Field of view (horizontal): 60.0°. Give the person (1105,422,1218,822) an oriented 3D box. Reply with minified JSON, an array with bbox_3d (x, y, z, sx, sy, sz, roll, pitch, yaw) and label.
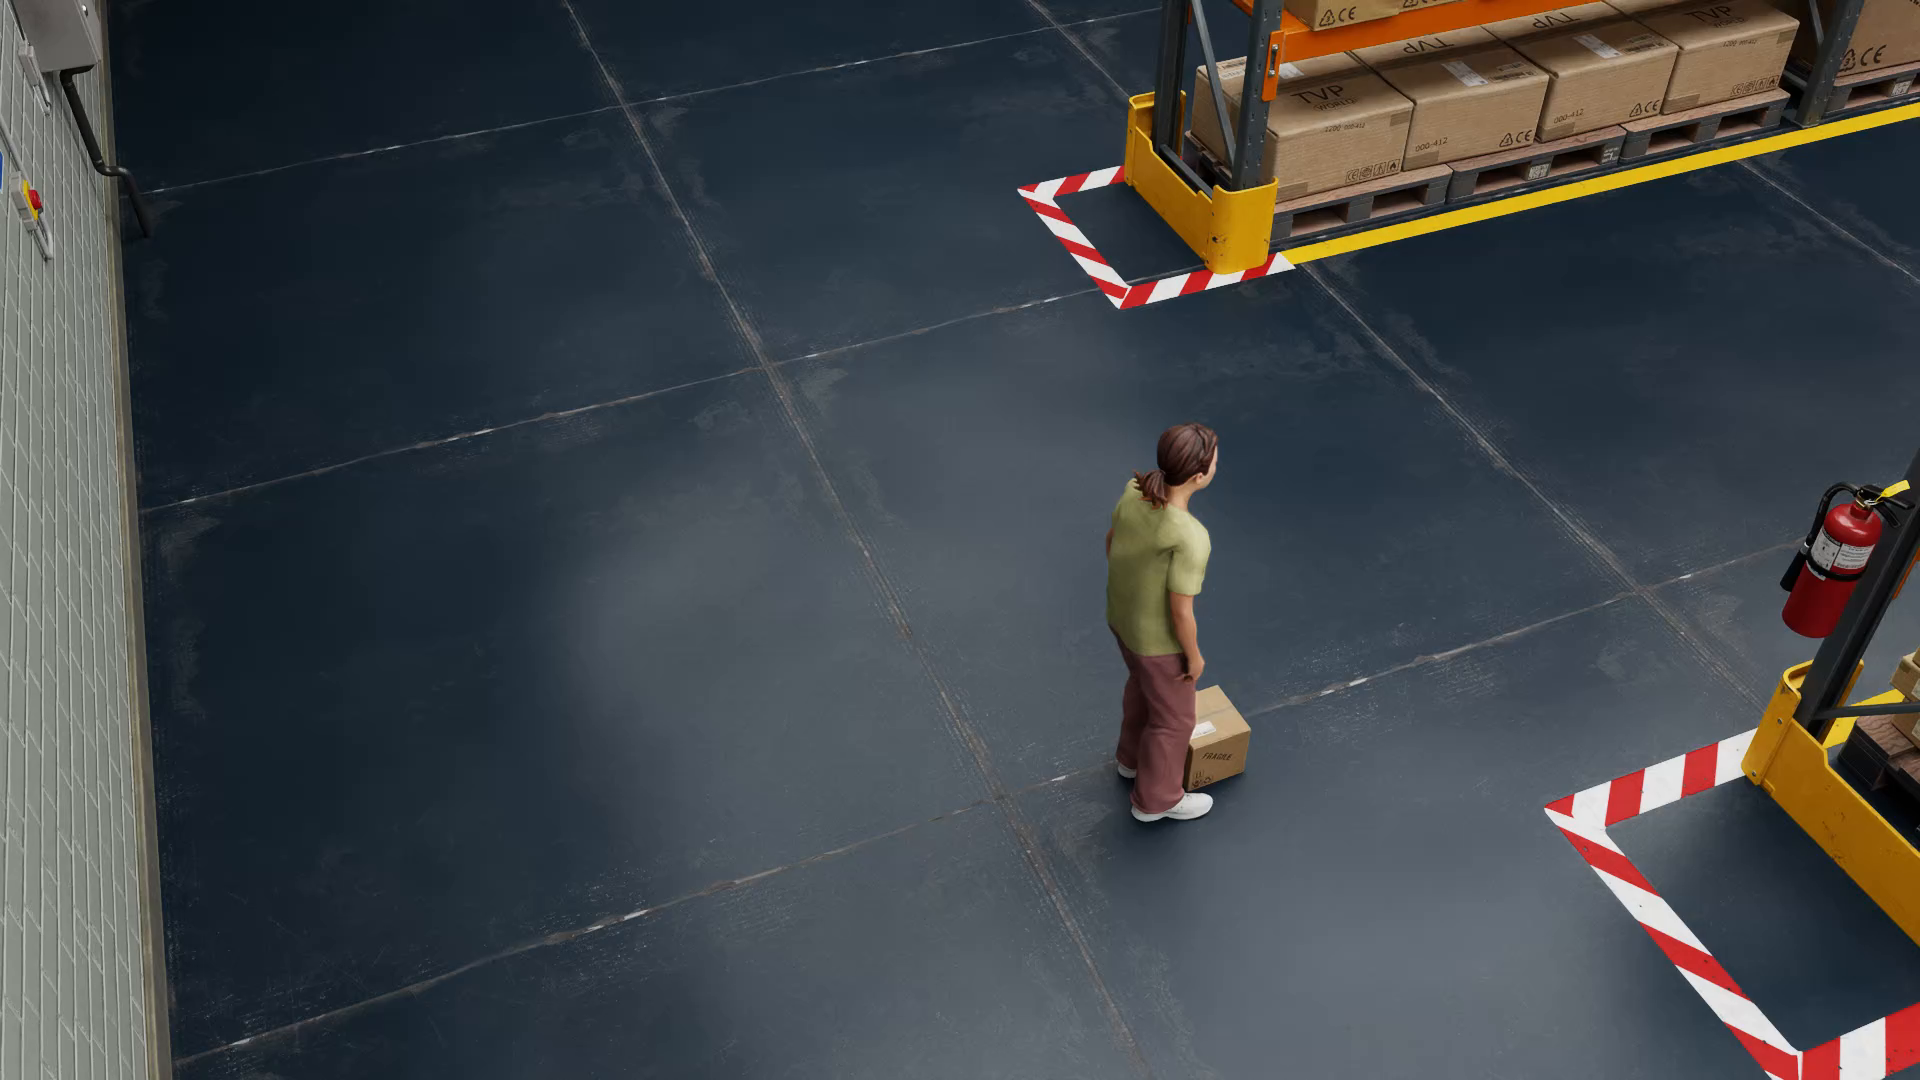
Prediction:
[{"bbox_3d":[0.726,0.288,5.841,0.416,1.671,0.520,-18,45,-19],"label":"person"}]
